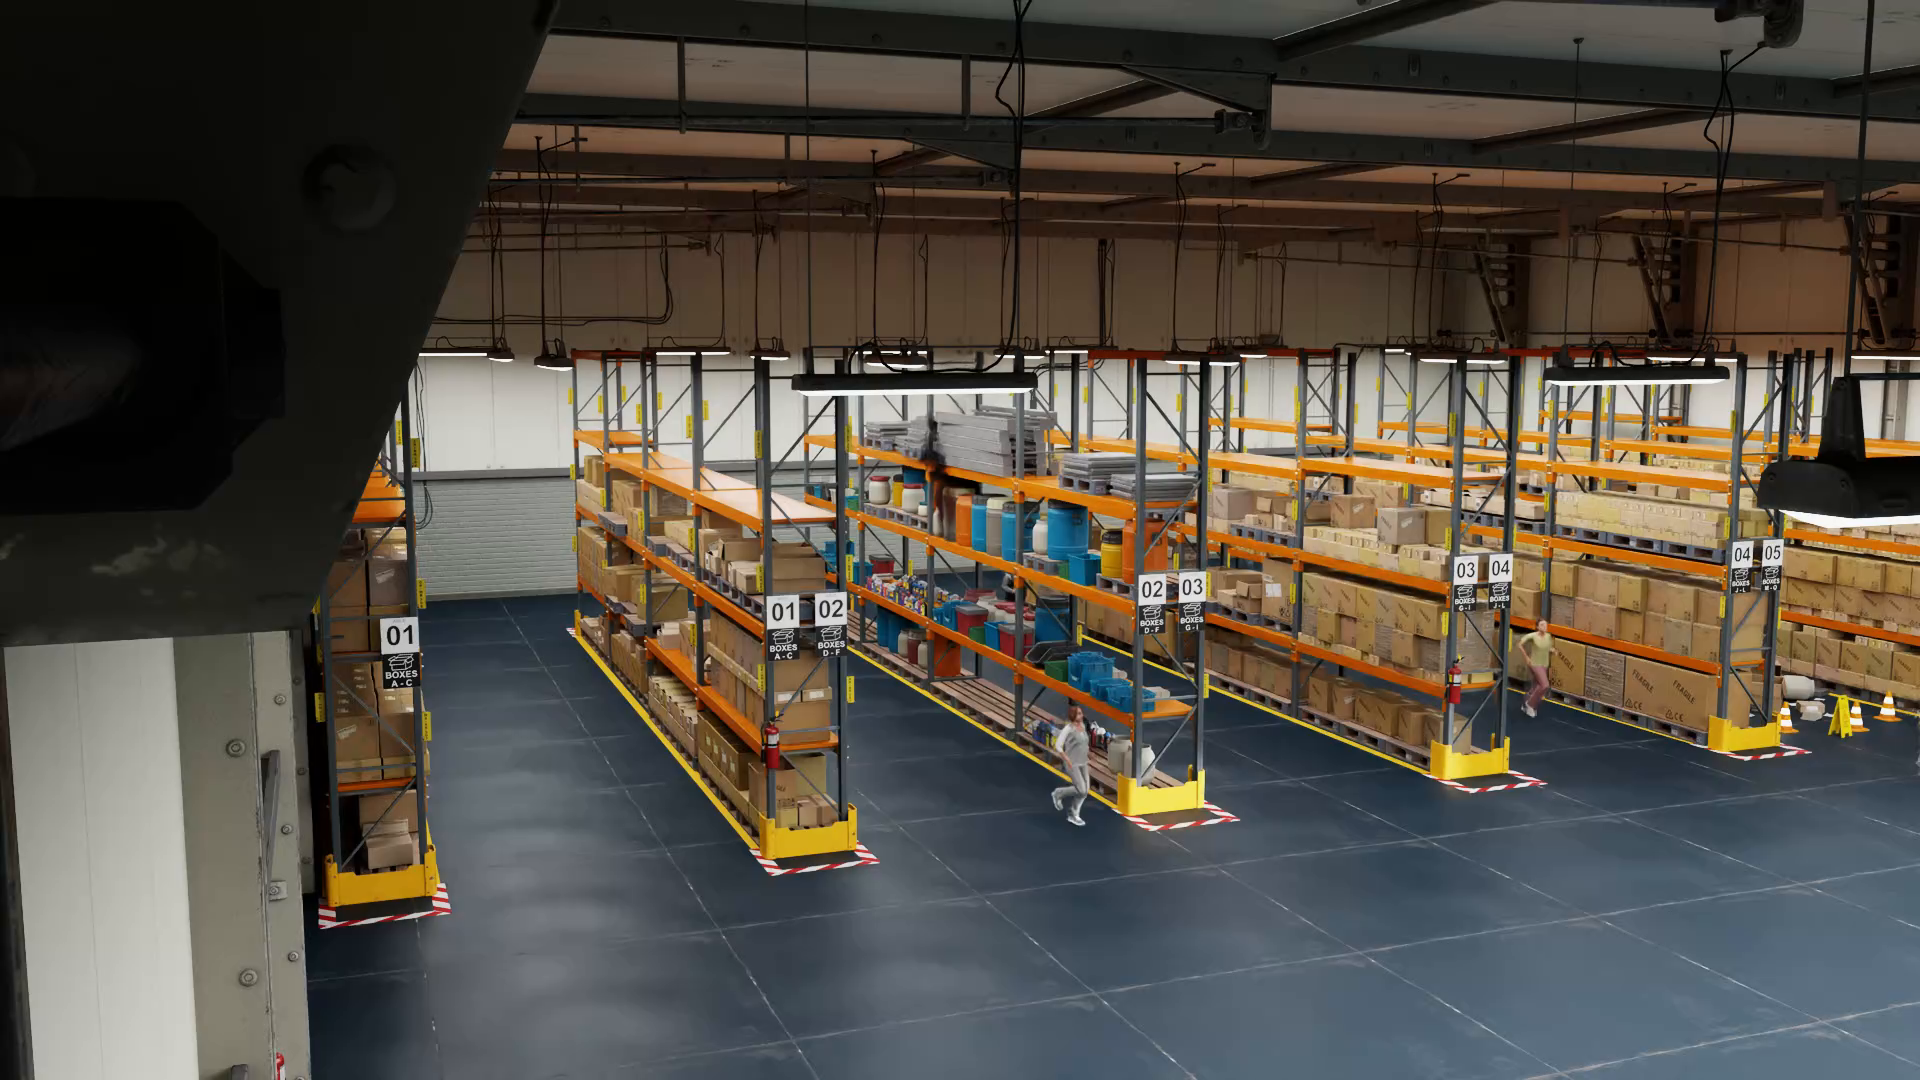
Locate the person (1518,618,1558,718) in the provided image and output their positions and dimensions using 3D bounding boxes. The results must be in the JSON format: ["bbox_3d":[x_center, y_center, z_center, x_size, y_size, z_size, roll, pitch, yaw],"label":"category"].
[{"bbox_3d":[9.583,2.105,27.476,0.553,1.666,0.644,-3,8,-22],"label":"person"}]

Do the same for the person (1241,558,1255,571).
[{"bbox_3d":[7.145,0.345,41.322,0.674,1.777,0.710,5,8,33],"label":"person"}]

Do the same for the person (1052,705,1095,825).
[{"bbox_3d":[1.470,2.904,21.529,0.546,1.559,0.535,6,10,42],"label":"person"}]

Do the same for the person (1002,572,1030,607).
[{"bbox_3d":[1.136,1.263,33.906,0.676,1.751,0.854,-4,8,-27],"label":"person"}]
